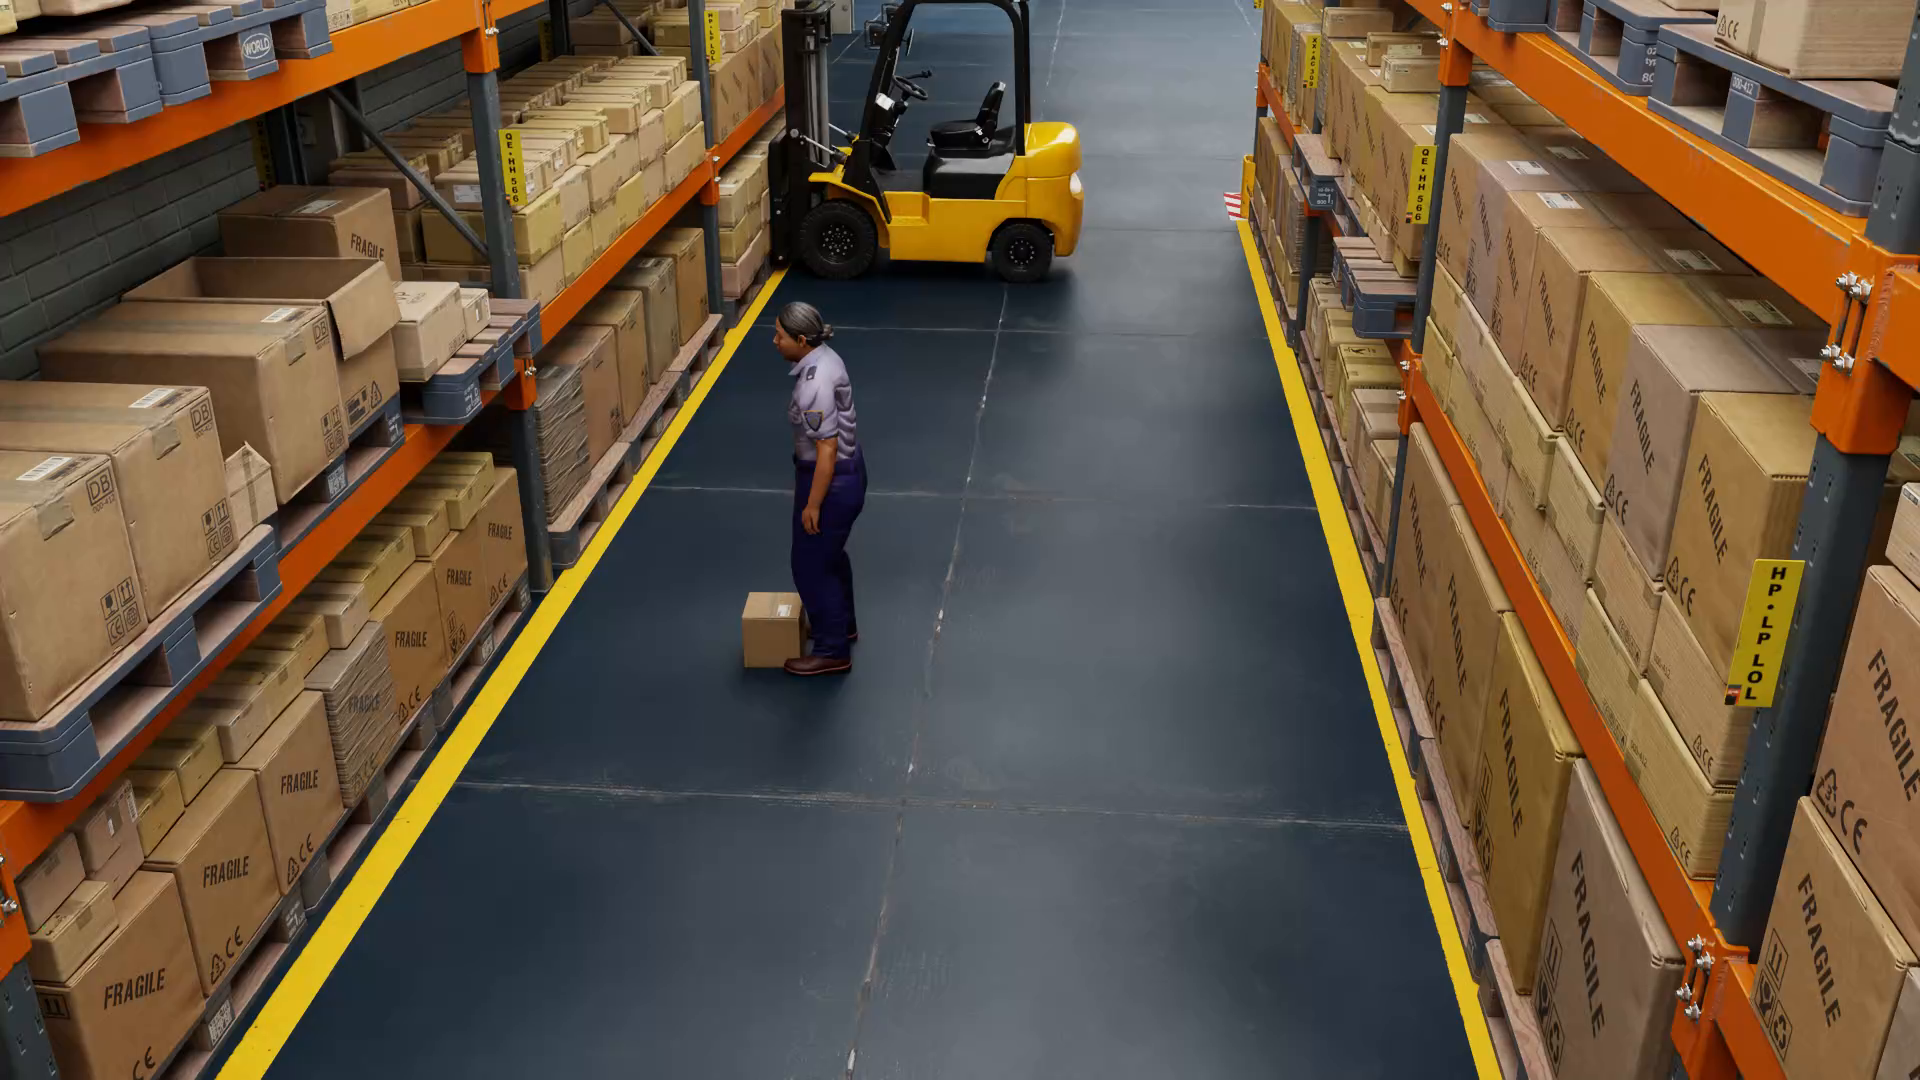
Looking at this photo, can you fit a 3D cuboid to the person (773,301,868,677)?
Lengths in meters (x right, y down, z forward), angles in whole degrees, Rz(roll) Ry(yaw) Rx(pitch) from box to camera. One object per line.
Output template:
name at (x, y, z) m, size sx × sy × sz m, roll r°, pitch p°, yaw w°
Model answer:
person at (-0.589, -0.232, 7.120) m, size 0.374 × 1.651 × 0.560 m, roll 0°, pitch 25°, yaw 1°
